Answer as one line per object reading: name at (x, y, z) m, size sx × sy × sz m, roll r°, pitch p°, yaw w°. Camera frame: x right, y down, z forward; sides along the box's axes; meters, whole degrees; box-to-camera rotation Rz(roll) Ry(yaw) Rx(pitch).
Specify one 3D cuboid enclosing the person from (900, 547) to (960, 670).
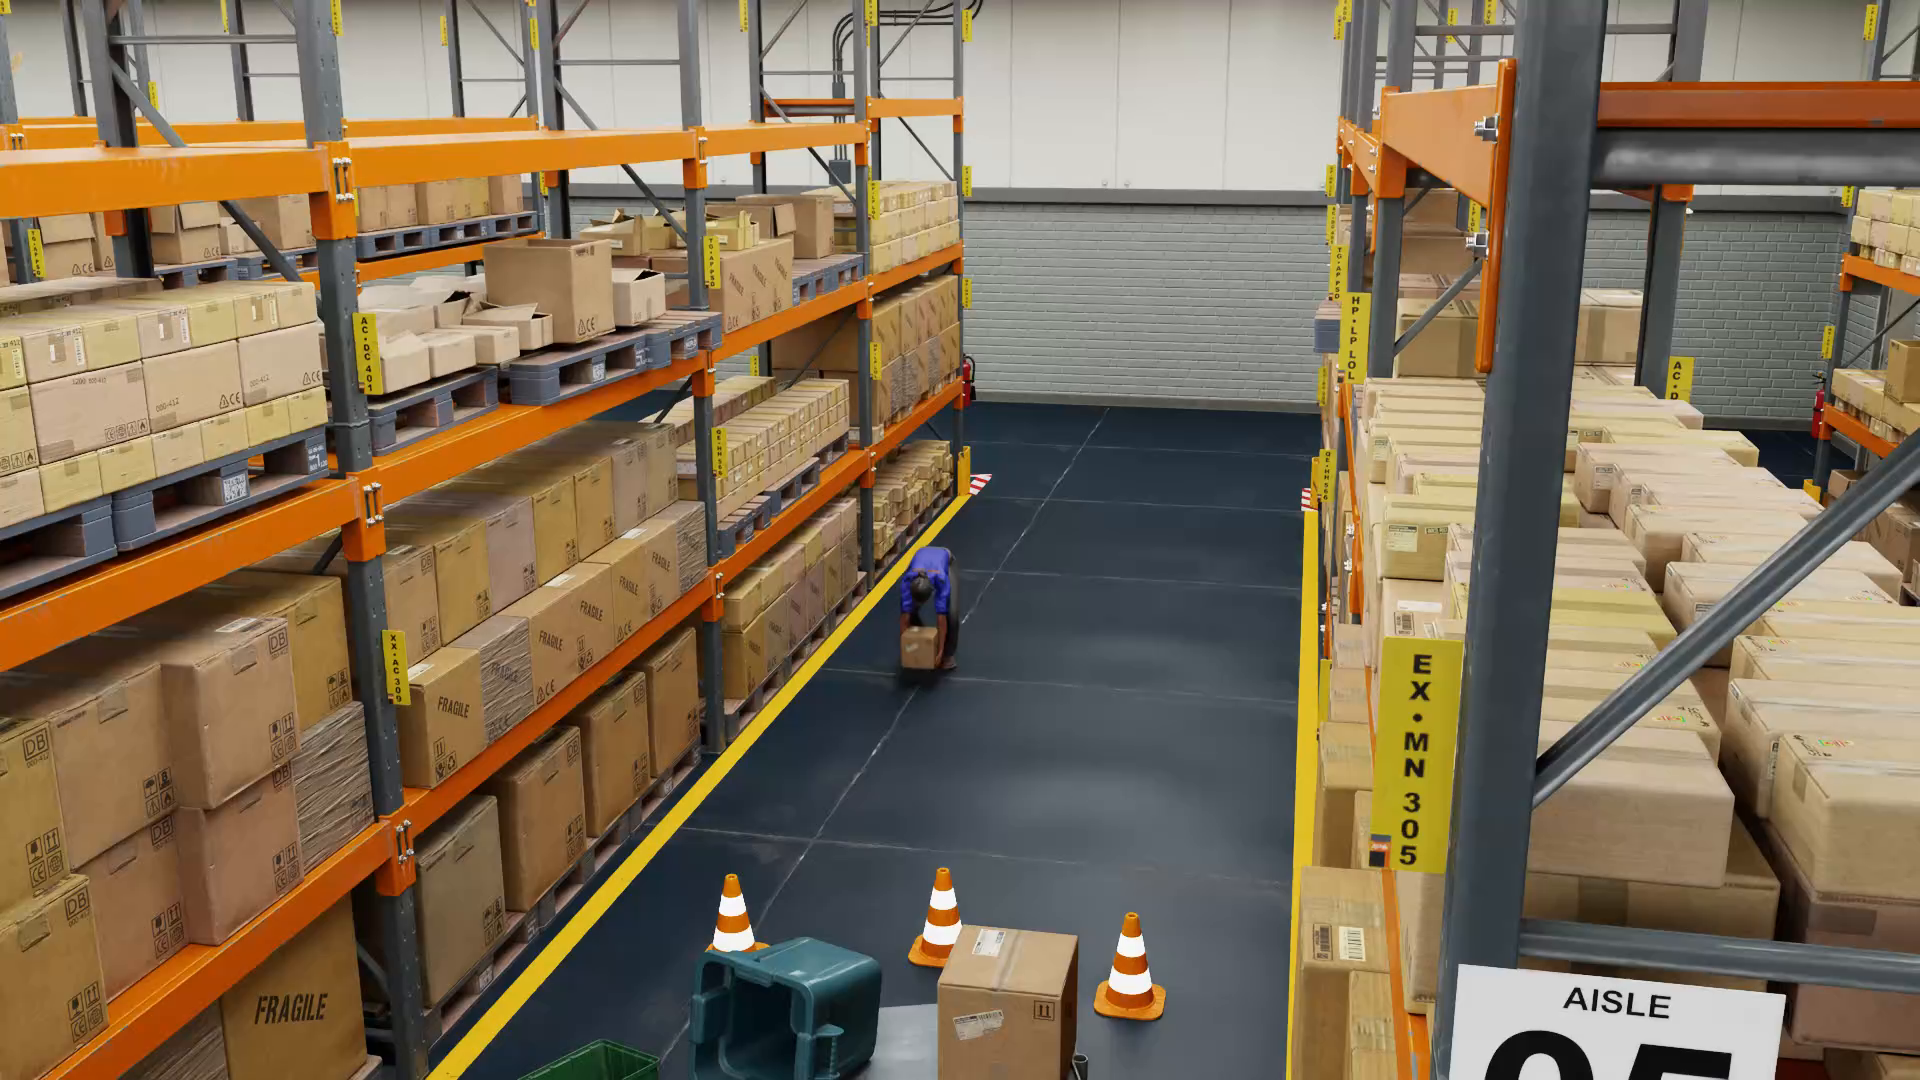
person at (-0.242, 0.569, 12.777) m, size 0.450 × 0.941 × 0.875 m, roll 2°, pitch 15°, yaw 9°
